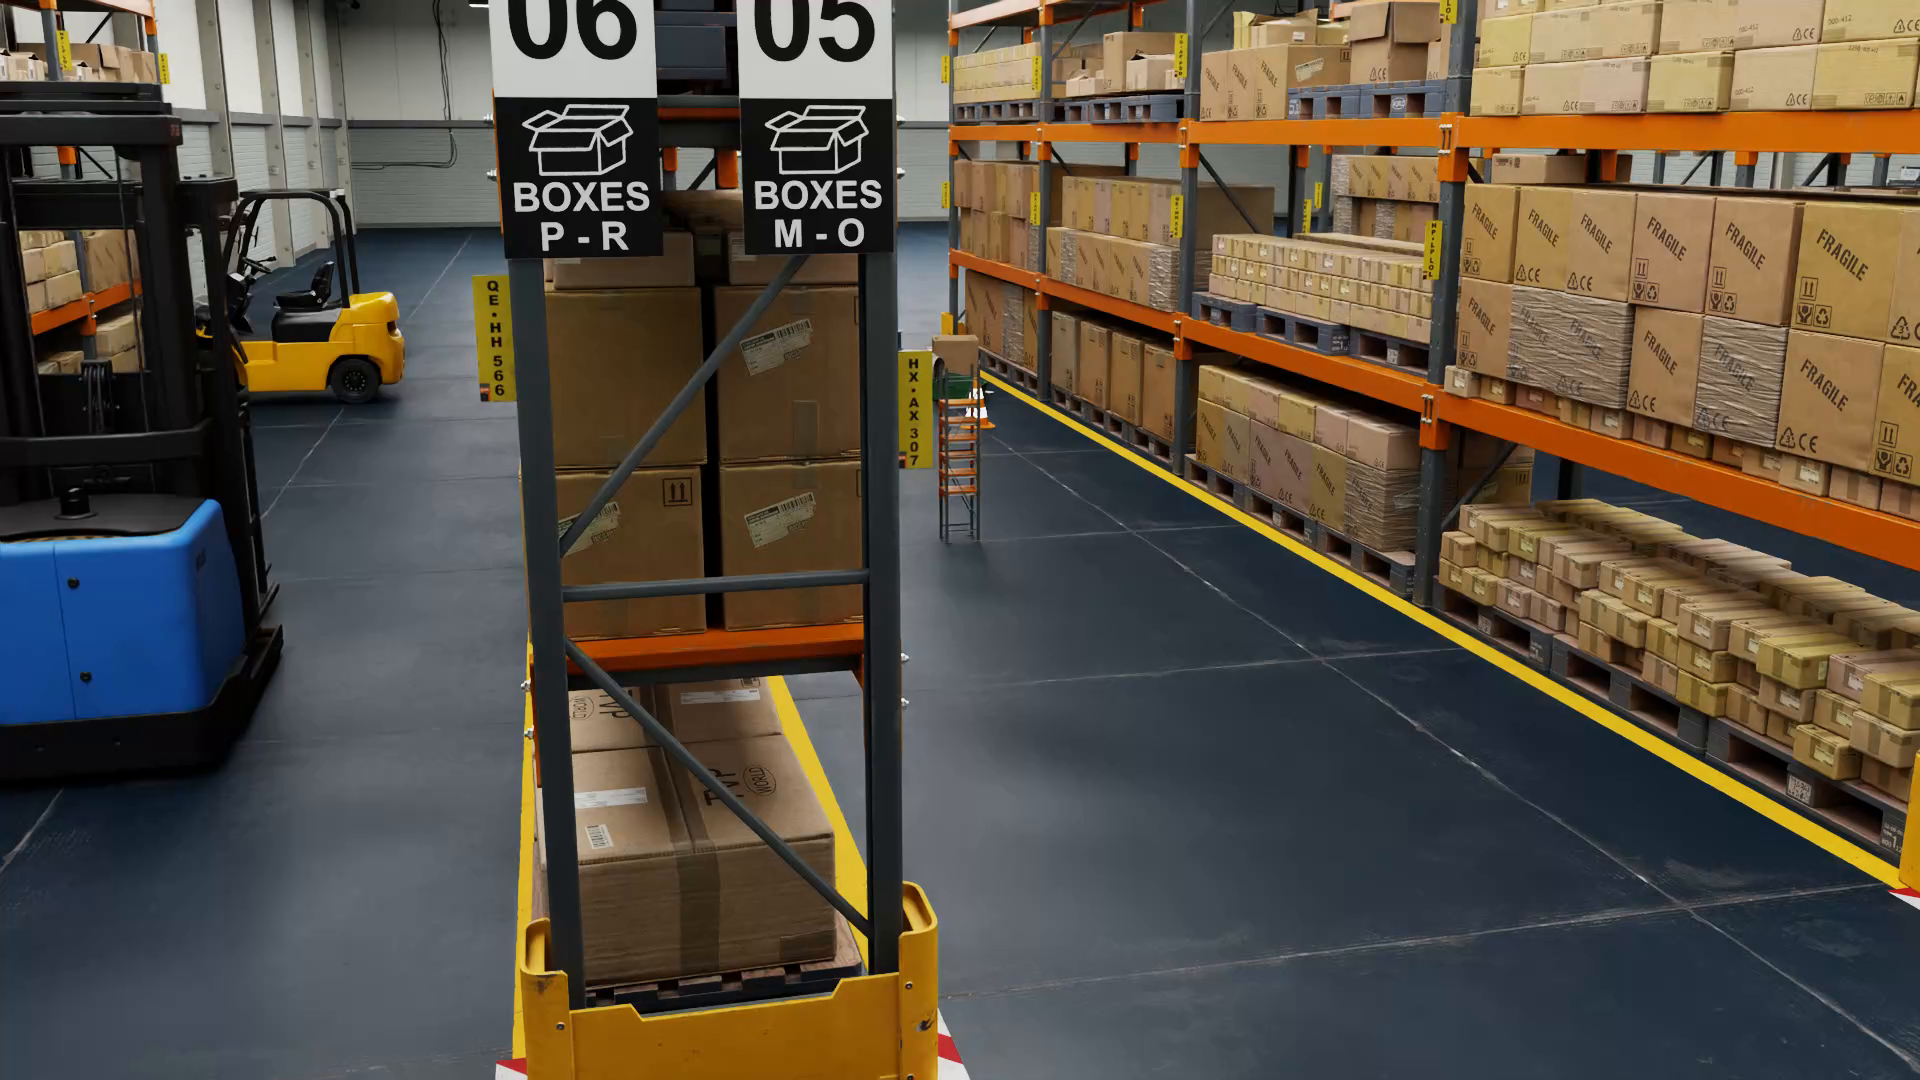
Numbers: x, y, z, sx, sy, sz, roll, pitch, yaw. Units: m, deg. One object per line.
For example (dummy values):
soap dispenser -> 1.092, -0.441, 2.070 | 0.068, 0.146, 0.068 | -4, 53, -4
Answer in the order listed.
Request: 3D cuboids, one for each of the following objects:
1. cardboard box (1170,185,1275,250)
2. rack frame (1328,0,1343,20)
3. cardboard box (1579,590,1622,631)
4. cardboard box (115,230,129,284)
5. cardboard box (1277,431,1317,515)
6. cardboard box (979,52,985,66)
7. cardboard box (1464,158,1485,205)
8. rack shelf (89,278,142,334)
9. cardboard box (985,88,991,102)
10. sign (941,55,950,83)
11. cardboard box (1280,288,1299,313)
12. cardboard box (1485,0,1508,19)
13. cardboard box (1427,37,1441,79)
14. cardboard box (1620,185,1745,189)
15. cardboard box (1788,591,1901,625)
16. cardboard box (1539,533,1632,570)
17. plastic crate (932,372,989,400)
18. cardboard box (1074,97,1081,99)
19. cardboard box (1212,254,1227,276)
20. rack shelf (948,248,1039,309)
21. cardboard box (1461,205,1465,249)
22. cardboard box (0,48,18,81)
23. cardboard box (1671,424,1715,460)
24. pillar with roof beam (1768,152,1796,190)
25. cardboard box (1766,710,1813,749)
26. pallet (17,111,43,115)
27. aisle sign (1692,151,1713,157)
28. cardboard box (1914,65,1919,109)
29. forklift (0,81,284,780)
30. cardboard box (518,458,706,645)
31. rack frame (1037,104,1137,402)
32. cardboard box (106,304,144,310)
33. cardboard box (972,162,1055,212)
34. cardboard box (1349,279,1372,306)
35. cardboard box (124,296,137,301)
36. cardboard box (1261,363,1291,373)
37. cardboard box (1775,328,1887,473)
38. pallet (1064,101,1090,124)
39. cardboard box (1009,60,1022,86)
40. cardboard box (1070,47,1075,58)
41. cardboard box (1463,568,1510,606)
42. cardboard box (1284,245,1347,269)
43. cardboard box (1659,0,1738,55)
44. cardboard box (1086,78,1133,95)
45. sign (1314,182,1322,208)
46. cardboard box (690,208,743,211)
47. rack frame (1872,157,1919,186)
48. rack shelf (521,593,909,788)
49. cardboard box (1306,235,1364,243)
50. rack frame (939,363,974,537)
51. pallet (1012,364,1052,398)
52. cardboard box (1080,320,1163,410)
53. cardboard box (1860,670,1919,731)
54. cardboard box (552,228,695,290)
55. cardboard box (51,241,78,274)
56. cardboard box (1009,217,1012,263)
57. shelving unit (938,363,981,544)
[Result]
cardboard box -> 2.147, -2.652, 13.645 | 0.700, 0.500, 0.500 | -3, 14, -13
rack frame -> 5.209, -7.027, 21.227 | 1.000, 3.000, 0.127 | -3, 14, -13
cardboard box -> 3.295, 0.343, 8.196 | 0.380, 0.149, 0.250 | -3, 14, -14
cardboard box -> -8.417, -2.761, 16.198 | 0.500, 0.500, 0.500 | -3, 14, -14
cardboard box -> 2.527, -0.474, 11.430 | 0.500, 0.500, 0.500 | -4, 14, -14
cardboard box -> 0.430, -5.446, 18.832 | 0.380, 0.149, 0.250 | -3, 14, -14
cardboard box -> 5.775, -3.957, 18.359 | 0.500, 0.500, 0.500 | -3, 14, -13
rack shelf -> -8.778, -2.472, 16.739 | 1.077, 0.370, 4.000 | -3, 14, -13
cardboard box -> 0.490, -5.000, 18.686 | 0.380, 0.149, 0.250 | -3, 14, -13
sign -> -0.177, -5.750, 20.313 | 0.100, 0.325, 0.005 | -3, 14, -13
cardboard box -> 2.465, -1.675, 11.609 | 0.380, 0.149, 0.250 | -3, 14, -12
cardboard box -> 3.015, -2.831, 8.797 | 0.380, 0.149, 0.250 | -4, 14, -14
cardboard box -> 3.180, -2.923, 10.056 | 0.500, 0.311, 0.500 | -3, 14, -14
cardboard box -> 3.682, -1.557, 8.537 | 0.500, 0.500, 0.500 | -4, 14, -15
cardboard box -> 4.018, 0.345, 7.564 | 0.380, 0.149, 0.250 | -3, 14, -11
cardboard box -> 3.260, 0.073, 8.675 | 0.380, 0.149, 0.250 | -4, 14, -15
plastic crate -> -0.011, -1.565, 17.318 | 0.450, 0.188, 0.662 | 14, 17, 13
cardboard box -> 1.428, -4.744, 17.640 | 0.380, 0.149, 0.250 | -3, 14, -13
cardboard box -> 2.161, -2.117, 12.792 | 0.380, 0.149, 0.250 | -3, 14, -11
rack shelf -> 0.834, -3.048, 19.100 | 1.077, 0.370, 4.000 | -3, 14, -13
cardboard box -> 6.103, -3.490, 18.554 | 0.875, 0.500, 0.500 | -3, 14, -13
cardboard box -> -7.721, -3.696, 13.006 | 0.500, 0.311, 0.500 | -4, 14, -15
cardboard box -> 3.475, -0.468, 7.551 | 0.380, 0.149, 0.250 | -3, 14, -12
pillar with roof beam -> 13.656, -10.270, 34.503 | 9.100, 9.000, 0.400 | -3, 14, -13
cardboard box -> 3.658, 0.784, 7.022 | 0.380, 0.149, 0.250 | -3, 14, -13
pallet -> -8.089, -3.521, 13.602 | 0.805, 0.209, 1.217 | -4, 14, -15
aisle sign -> 10.295, -5.684, 22.896 | 0.394, 0.787, 0.004 | -3, 14, -13
cardboard box -> 3.758, -1.643, 5.826 | 0.500, 0.250, 0.500 | -4, 14, -14
forklift -> -4.095, -0.710, 8.158 | 1.130, 2.935, 3.031 | -3, 14, -14
cardboard box -> -1.037, -0.014, 4.953 | 0.500, 0.500, 0.500 | -3, 14, -13
rack frame -> 1.303, -2.936, 17.126 | 1.000, 3.000, 0.127 | -3, 14, -13
cardboard box -> -8.583, -2.314, 17.382 | 0.500, 0.250, 0.500 | -3, 14, -12
cardboard box -> 0.632, -4.110, 19.340 | 0.875, 0.550, 0.550 | -3, 14, -13
cardboard box -> 2.710, -1.579, 10.588 | 0.380, 0.149, 0.250 | -4, 14, -15
cardboard box -> -9.319, -2.515, 18.203 | 0.500, 0.250, 0.500 | -4, 14, -14
cardboard box -> 2.658, -1.225, 12.921 | 0.500, 0.250, 0.500 | -4, 14, -15
cardboard box -> 3.650, -0.570, 6.601 | 0.500, 0.500, 0.500 | -4, 14, -14
pallet -> 1.567, -4.092, 15.938 | 0.805, 0.209, 1.217 | -4, 14, -15
cardboard box -> 0.820, -4.934, 17.575 | 0.500, 0.250, 0.500 | -3, 14, -13
cardboard box -> 1.368, -5.190, 17.784 | 0.380, 0.149, 0.250 | -4, 14, -14
cardboard box -> 3.018, 0.253, 9.192 | 0.380, 0.149, 0.250 | -3, 14, -12
cardboard box -> 2.473, -1.964, 11.537 | 0.380, 0.149, 0.250 | -3, 14, -11
cardboard box -> 3.420, -2.241, 7.220 | 0.500, 0.250, 0.500 | -4, 14, -16
cardboard box -> 1.380, -4.186, 15.356 | 0.380, 0.149, 0.250 | -3, 14, -13
sign -> 4.682, -4.503, 21.713 | 0.100, 0.325, 0.005 | -3, 14, -13
cardboard box -> -0.771, -1.116, 5.989 | 0.380, 0.149, 0.250 | -3, 14, -13
rack frame -> 10.963, -3.466, 19.292 | 1.000, 3.000, 0.127 | -3, 14, -13
rack shelf -> -1.136, 0.019, 6.544 | 1.077, 0.370, 4.000 | -3, 14, -13
cardboard box -> 2.860, -2.239, 12.663 | 0.380, 0.149, 0.250 | -3, 14, -14
rack frame -> -0.025, -0.607, 11.385 | 0.240, 1.200, 0.006 | -3, 14, -13
pallet -> 1.201, -1.762, 18.193 | 1.003, 0.211, 1.213 | -3, 14, -13
cardboard box -> 1.760, -1.687, 15.866 | 1.050, 0.750, 0.750 | -3, 14, -13
cardboard box -> 3.751, 0.616, 6.455 | 0.380, 0.149, 0.250 | -3, 14, -13
cardboard box -> -0.945, -0.790, 4.656 | 0.380, 0.149, 0.250 | -3, 14, -12
cardboard box -> -7.945, -2.431, 14.319 | 0.500, 0.250, 0.500 | -4, 14, -14
cardboard box -> 1.042, -3.351, 18.505 | 0.875, 0.550, 0.550 | -3, 14, -13
shelving unit -> -0.003, -0.586, 11.298 | 0.258, 1.200, 0.189 | -3, 14, -13
